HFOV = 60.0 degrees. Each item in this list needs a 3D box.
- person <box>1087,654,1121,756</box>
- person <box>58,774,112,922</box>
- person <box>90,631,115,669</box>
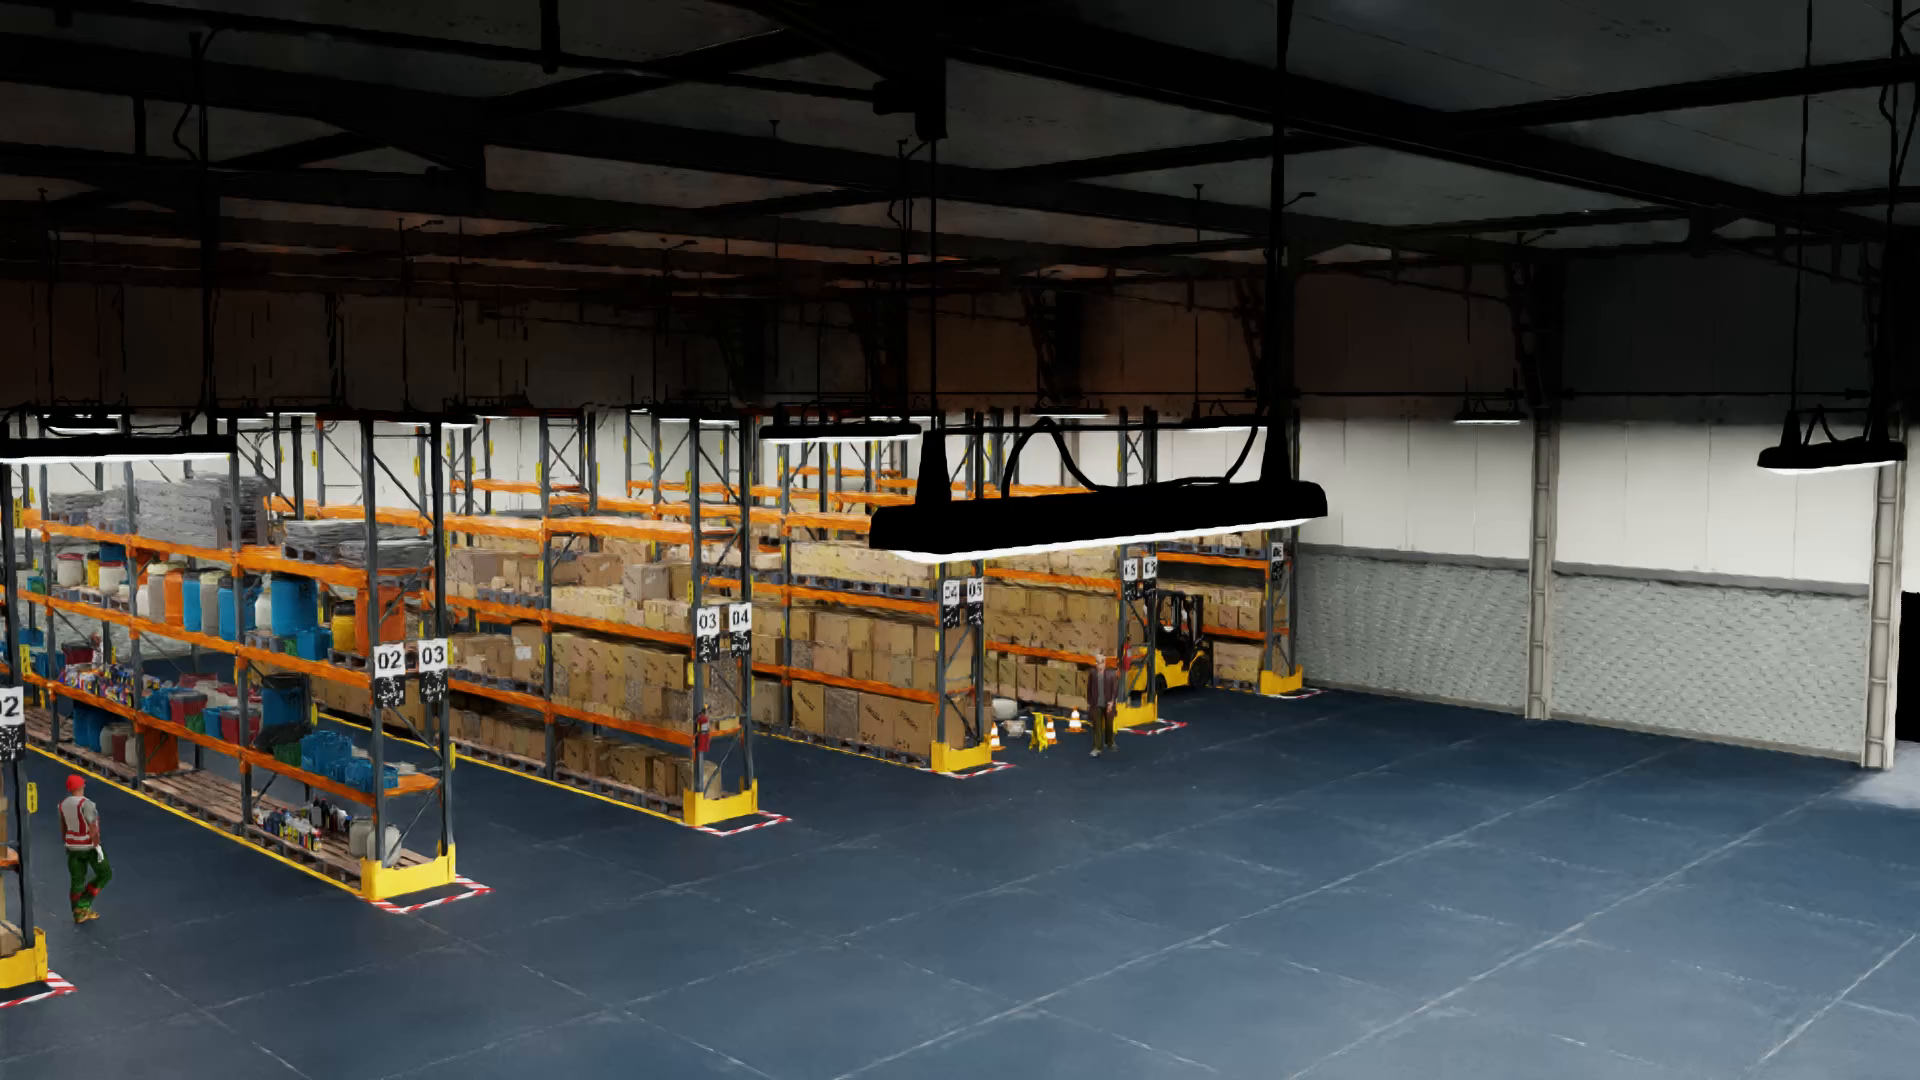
[{"bbox_3d":[2.508,2.871,29.159,0.604,1.766,0.769,1,5,14],"label":"person"},{"bbox_3d":[-10.495,3.678,19.868,0.598,1.786,0.444,2,5,18],"label":"person"},{"bbox_3d":[-16.679,2.618,32.181,1.110,1.725,0.600,5,7,43],"label":"person"}]
